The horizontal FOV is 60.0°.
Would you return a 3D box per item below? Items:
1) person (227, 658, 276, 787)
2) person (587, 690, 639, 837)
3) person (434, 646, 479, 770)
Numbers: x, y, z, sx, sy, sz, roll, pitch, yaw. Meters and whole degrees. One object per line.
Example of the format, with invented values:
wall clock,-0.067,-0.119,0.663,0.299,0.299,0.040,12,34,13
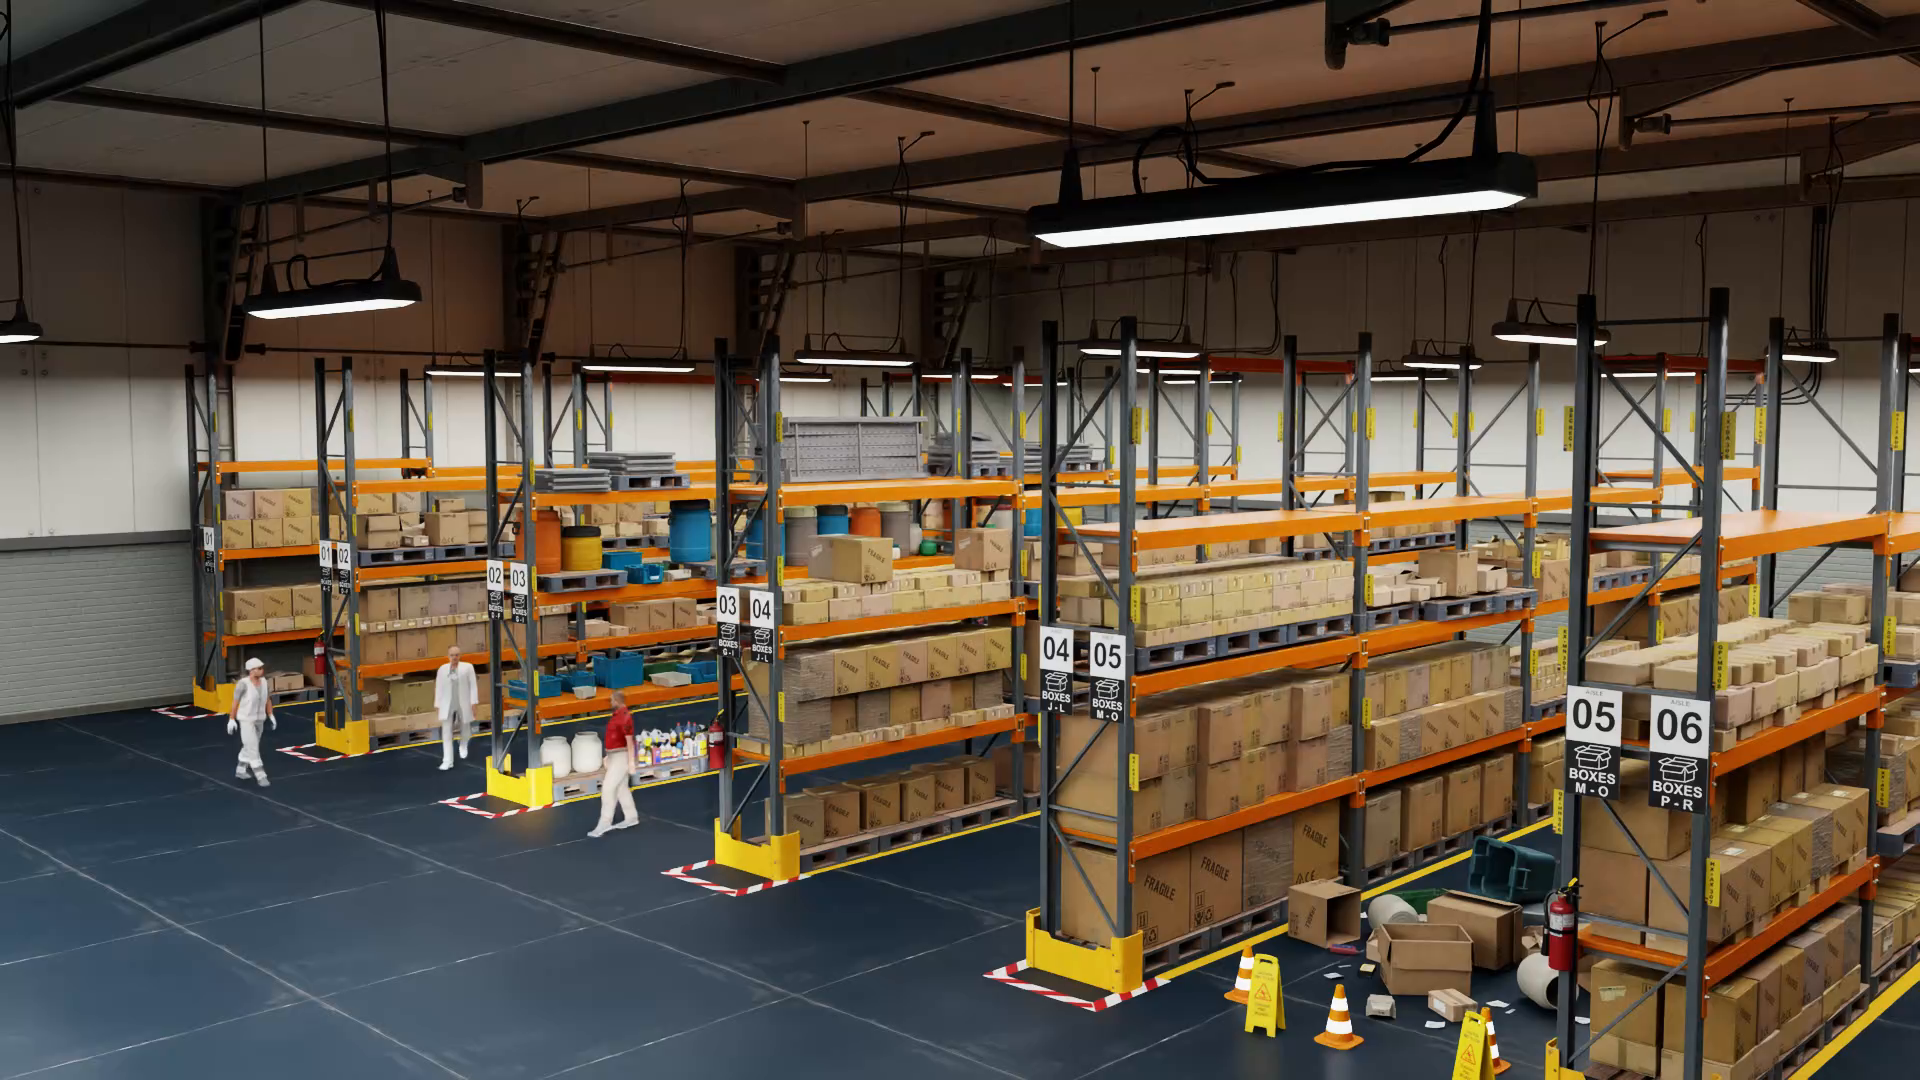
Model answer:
person,-9.800,2.501,23.094,0.966,1.728,0.614,3,5,33
person,-4.310,2.732,20.580,0.660,1.732,0.651,-1,5,-17
person,-7.370,2.417,24.333,0.644,1.749,0.965,-1,4,-10
